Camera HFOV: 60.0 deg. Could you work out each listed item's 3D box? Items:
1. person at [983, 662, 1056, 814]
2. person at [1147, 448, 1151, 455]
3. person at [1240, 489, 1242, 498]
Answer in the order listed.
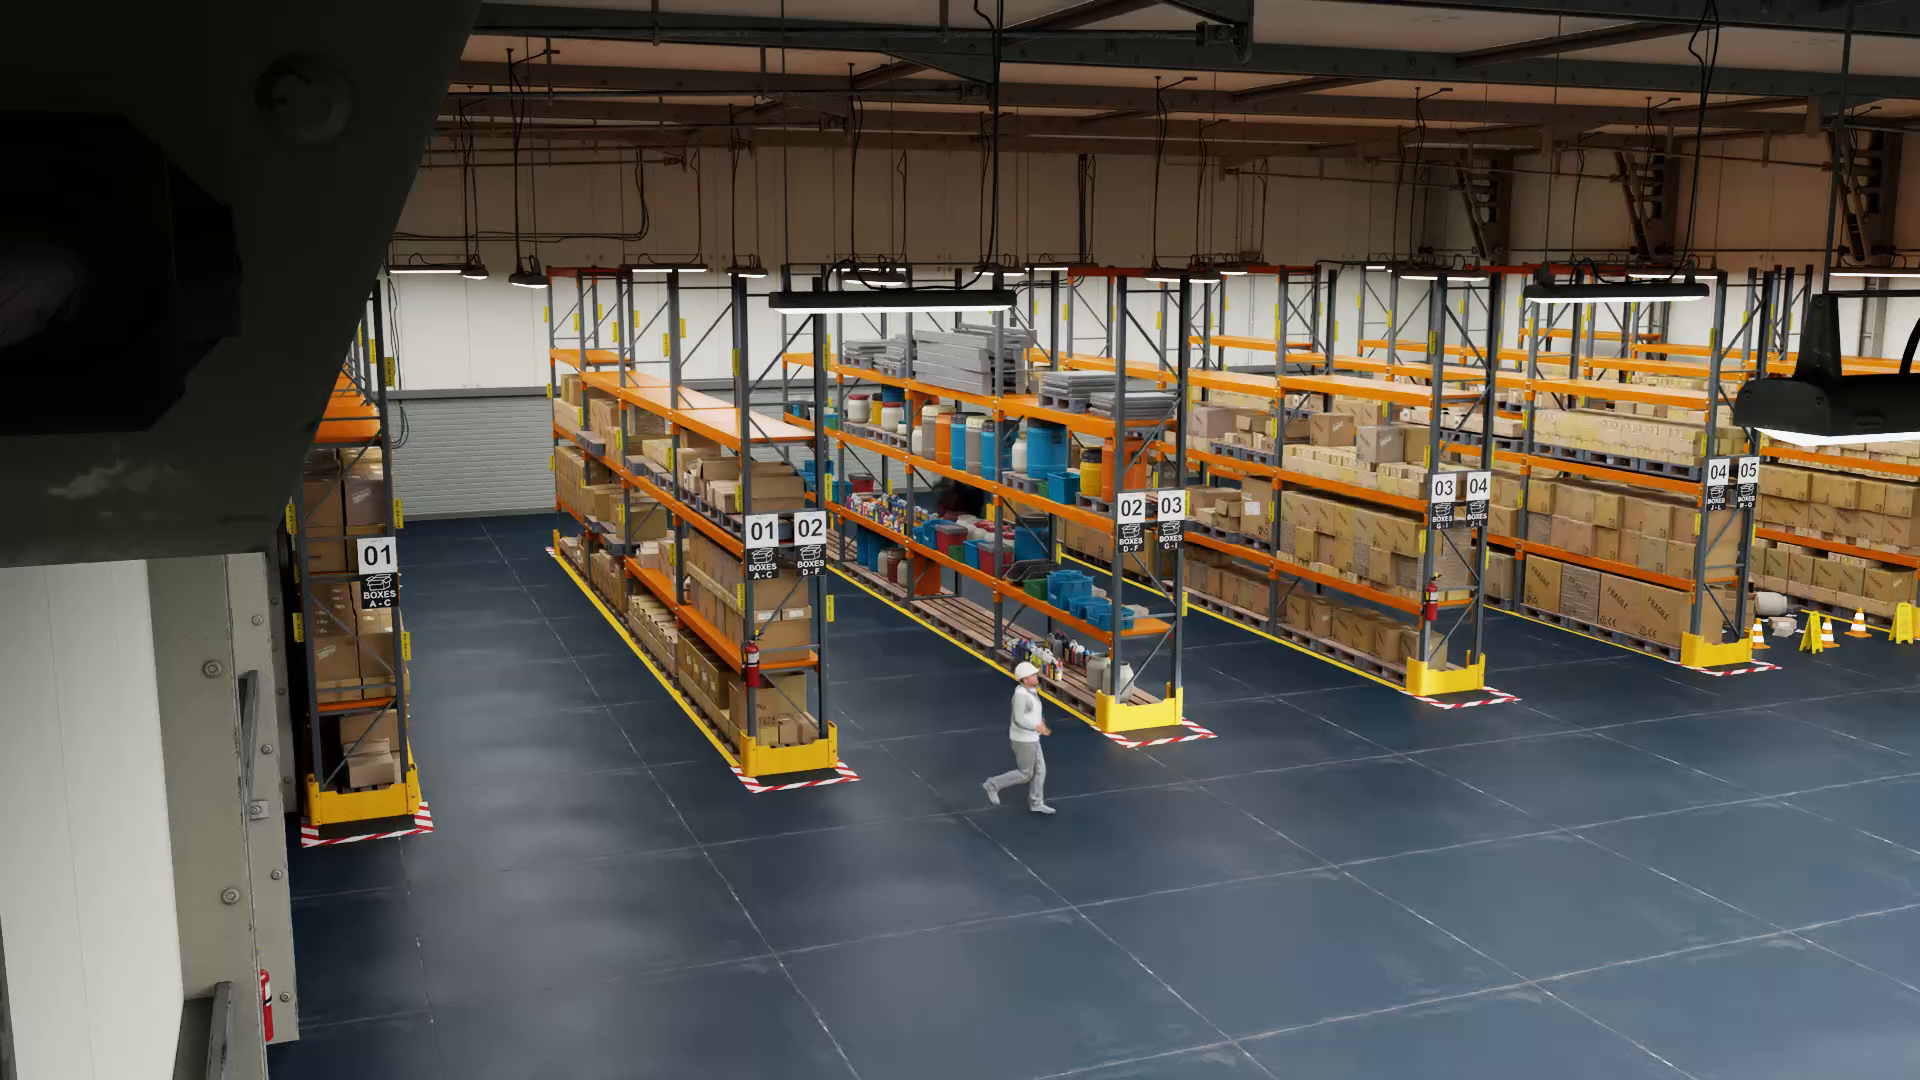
[{"bbox_3d":[0.690,2.238,18.849,0.821,1.769,0.669,2,10,9],"label":"person"},{"bbox_3d":[4.337,-1.342,39.357,0.722,1.788,0.708,-1,10,-5],"label":"person"},{"bbox_3d":[6.120,-0.522,34.969,0.618,1.614,0.588,-3,10,-15],"label":"person"}]
